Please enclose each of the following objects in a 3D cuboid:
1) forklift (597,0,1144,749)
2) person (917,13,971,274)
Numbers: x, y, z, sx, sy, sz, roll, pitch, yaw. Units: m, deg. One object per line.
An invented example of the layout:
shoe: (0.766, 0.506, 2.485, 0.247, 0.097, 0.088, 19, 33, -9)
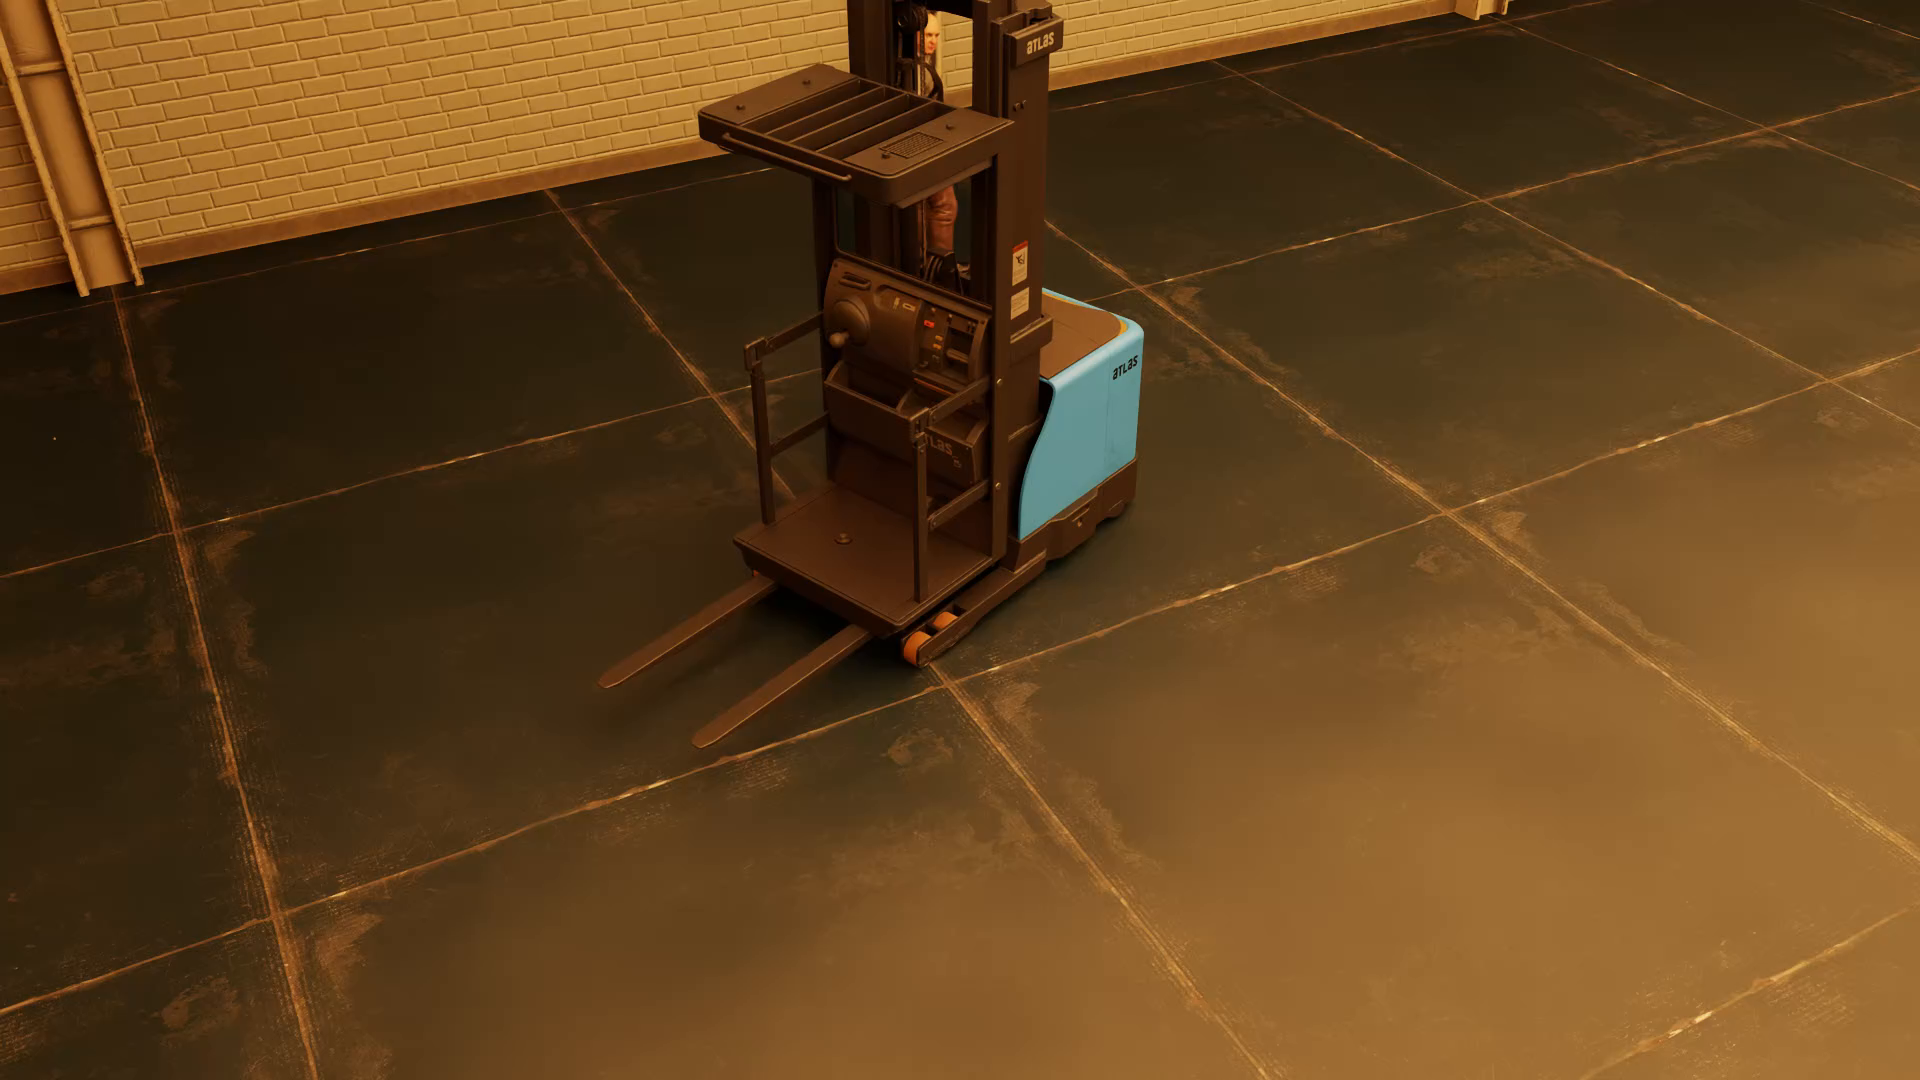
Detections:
forklift: (-0.390, -0.927, 7.434, 1.130, 2.935, 3.031, 26, 43, 31)
person: (-0.189, -2.566, 10.818, 0.515, 1.705, 0.733, -8, 36, -11)
